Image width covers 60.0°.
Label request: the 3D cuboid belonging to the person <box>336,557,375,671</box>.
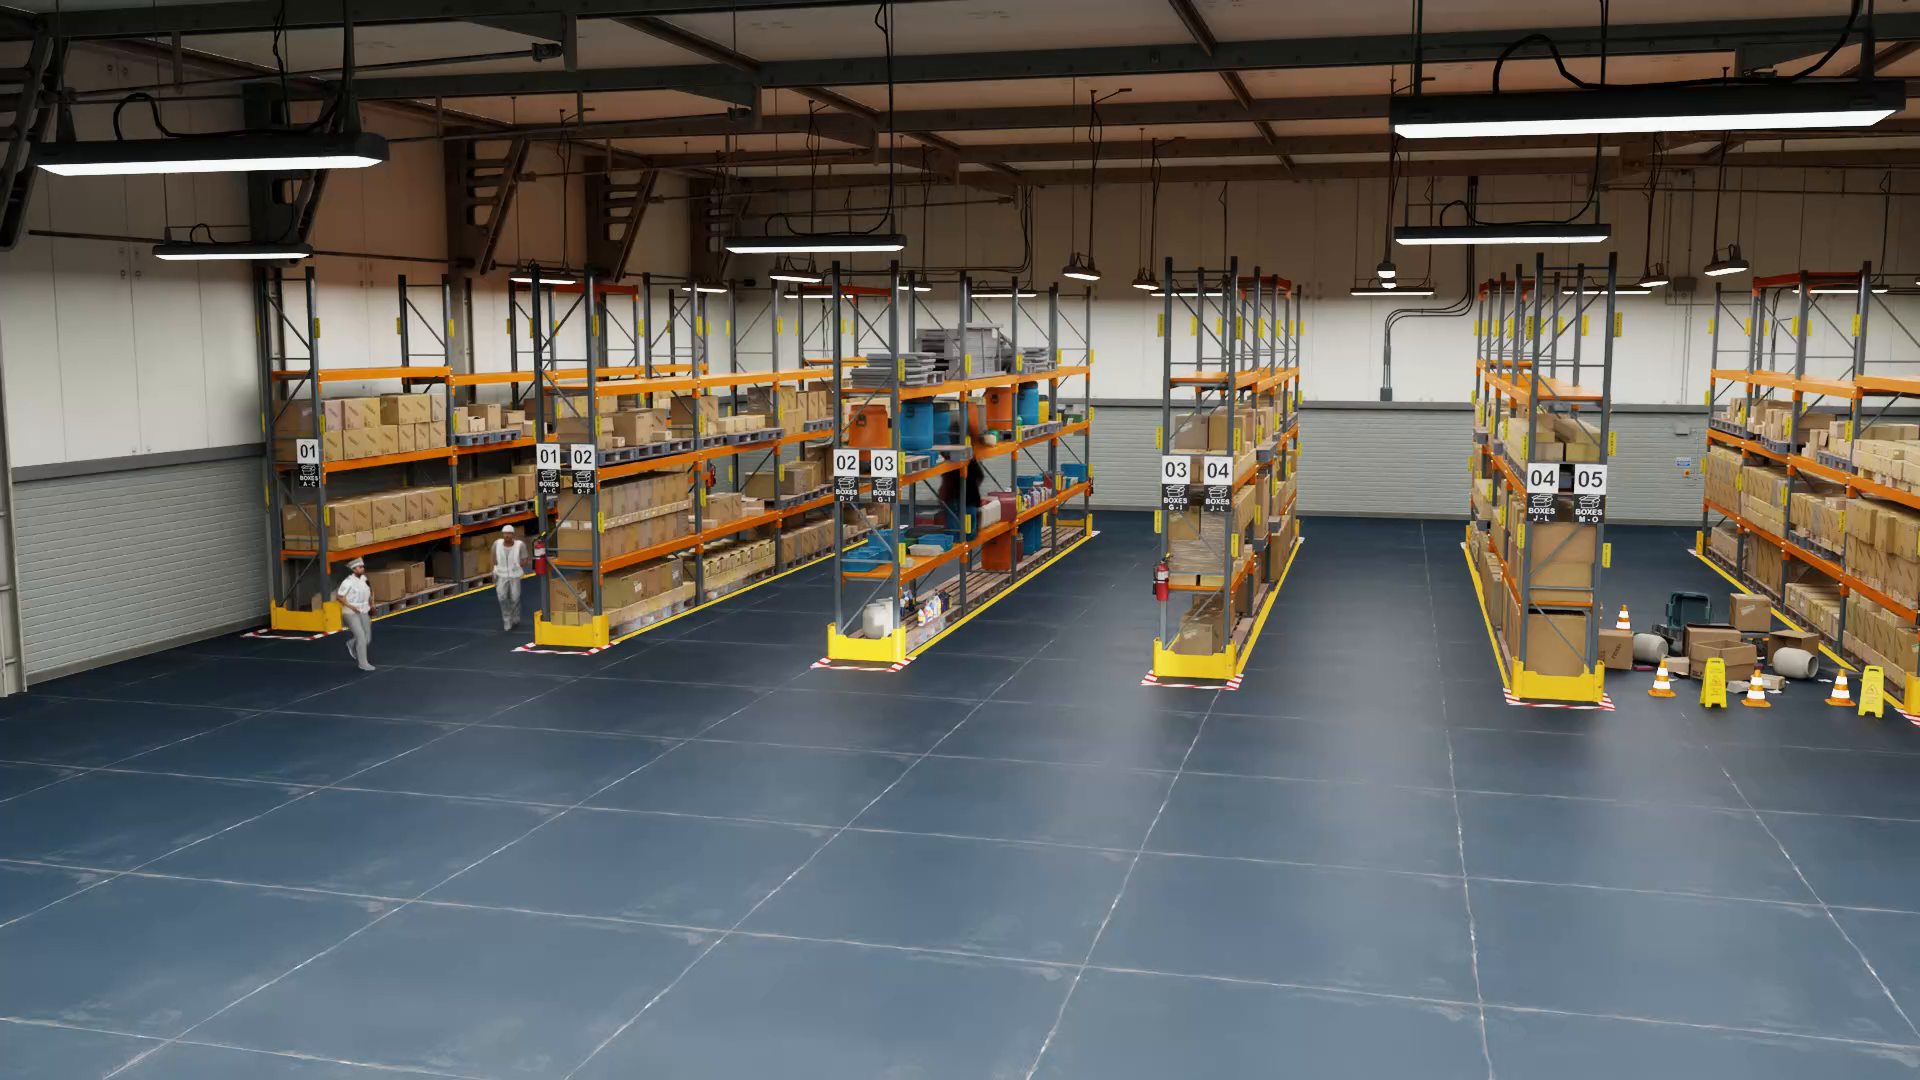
[{"bbox_3d":[-8.930,1.086,24.531,0.610,1.682,0.581,4,8,28],"label":"person"}]

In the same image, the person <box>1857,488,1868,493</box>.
[{"bbox_3d":[18.676,-0.217,34.380,0.683,1.751,0.995,-1,7,-7],"label":"person"}]

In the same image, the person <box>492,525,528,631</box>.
[{"bbox_3d":[-7.516,0.627,27.764,0.627,1.793,0.816,-1,7,-6],"label":"person"}]
